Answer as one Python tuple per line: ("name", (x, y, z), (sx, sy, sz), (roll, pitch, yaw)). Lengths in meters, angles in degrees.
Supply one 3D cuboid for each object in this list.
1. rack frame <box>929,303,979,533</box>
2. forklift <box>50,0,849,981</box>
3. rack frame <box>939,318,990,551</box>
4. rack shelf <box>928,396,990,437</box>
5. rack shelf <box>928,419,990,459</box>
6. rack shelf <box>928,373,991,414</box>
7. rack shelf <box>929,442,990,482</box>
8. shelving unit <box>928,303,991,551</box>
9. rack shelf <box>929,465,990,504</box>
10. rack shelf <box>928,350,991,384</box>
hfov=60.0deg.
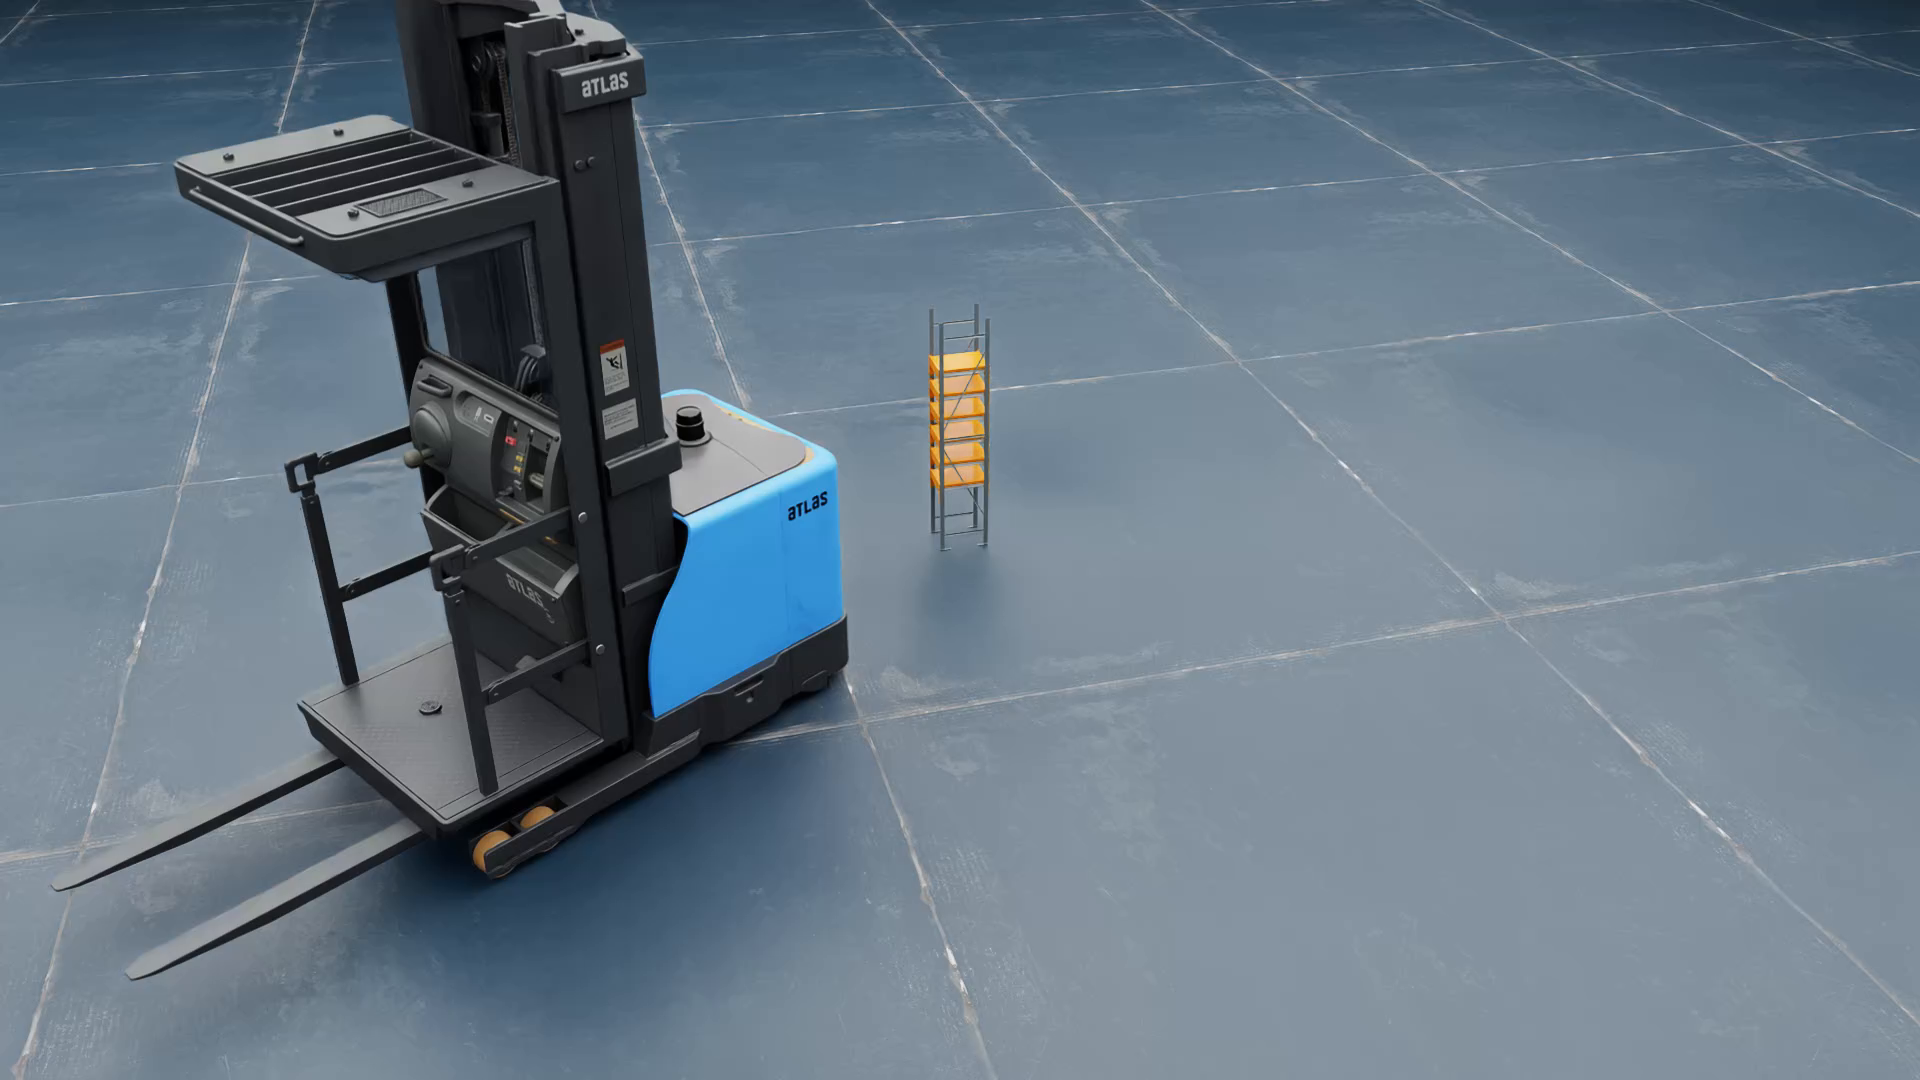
("rack frame", (-0.028, -0.570, 8.038), (0.240, 1.200, 0.006), (-8, 31, -13))
("forklift", (-1.864, -0.321, 5.879), (1.130, 2.935, 3.031), (26, 39, 37))
("rack frame", (0.020, -0.482, 7.885), (0.240, 1.200, 0.006), (-8, 31, -13))
("rack shelf", (-0.004, -0.592, 7.924), (0.258, 0.103, 0.180), (-8, 31, -13))
("rack shelf", (-0.004, -0.488, 7.984), (0.258, 0.103, 0.180), (-8, 31, -13))
("rack shelf", (-0.004, -0.696, 7.864), (0.258, 0.103, 0.180), (-8, 31, -13))
("rack shelf", (-0.004, -0.384, 8.044), (0.258, 0.103, 0.180), (-8, 31, -13))
("shelving unit", (-0.004, -0.526, 7.962), (0.258, 1.200, 0.189), (-8, 31, -13))
("rack shelf", (-0.004, -0.280, 8.104), (0.258, 0.103, 0.180), (-8, 31, -13))
("rack shelf", (-0.004, -0.799, 7.803), (0.258, 0.103, 0.180), (-8, 31, -13))
